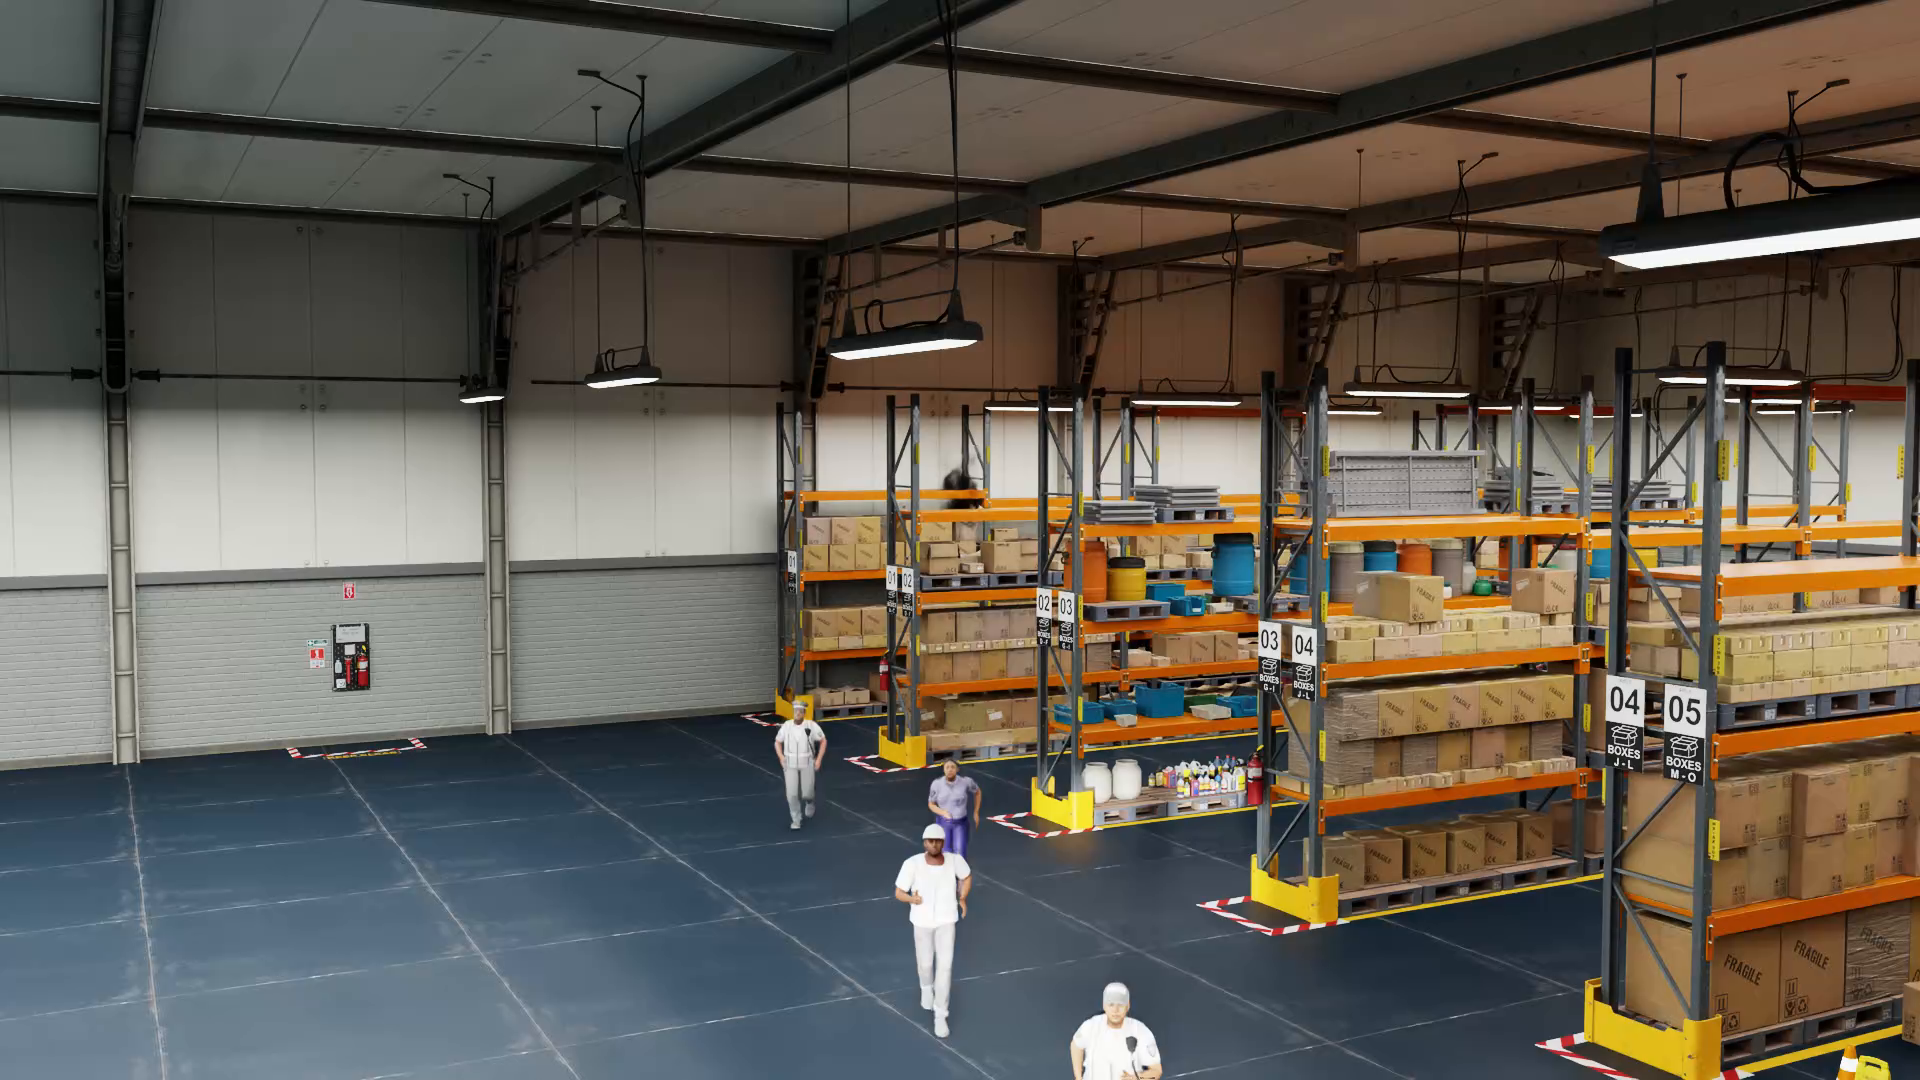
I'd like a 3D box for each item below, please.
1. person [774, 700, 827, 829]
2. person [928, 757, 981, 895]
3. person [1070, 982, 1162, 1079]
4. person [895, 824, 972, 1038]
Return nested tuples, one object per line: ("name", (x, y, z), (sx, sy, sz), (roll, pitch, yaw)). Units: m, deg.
("person", (-2.177, 3.015, 22.540), (0.685, 1.728, 0.609), (0, 3, 1))
("person", (-0.073, 3.276, 18.942), (0.581, 1.617, 0.657), (0, 3, 8))
("person", (1.012, 3.699, 10.836), (0.605, 1.653, 0.943), (0, 3, 6))
("person", (-0.231, 3.409, 14.805), (0.701, 1.763, 0.917), (0, 3, -2))
